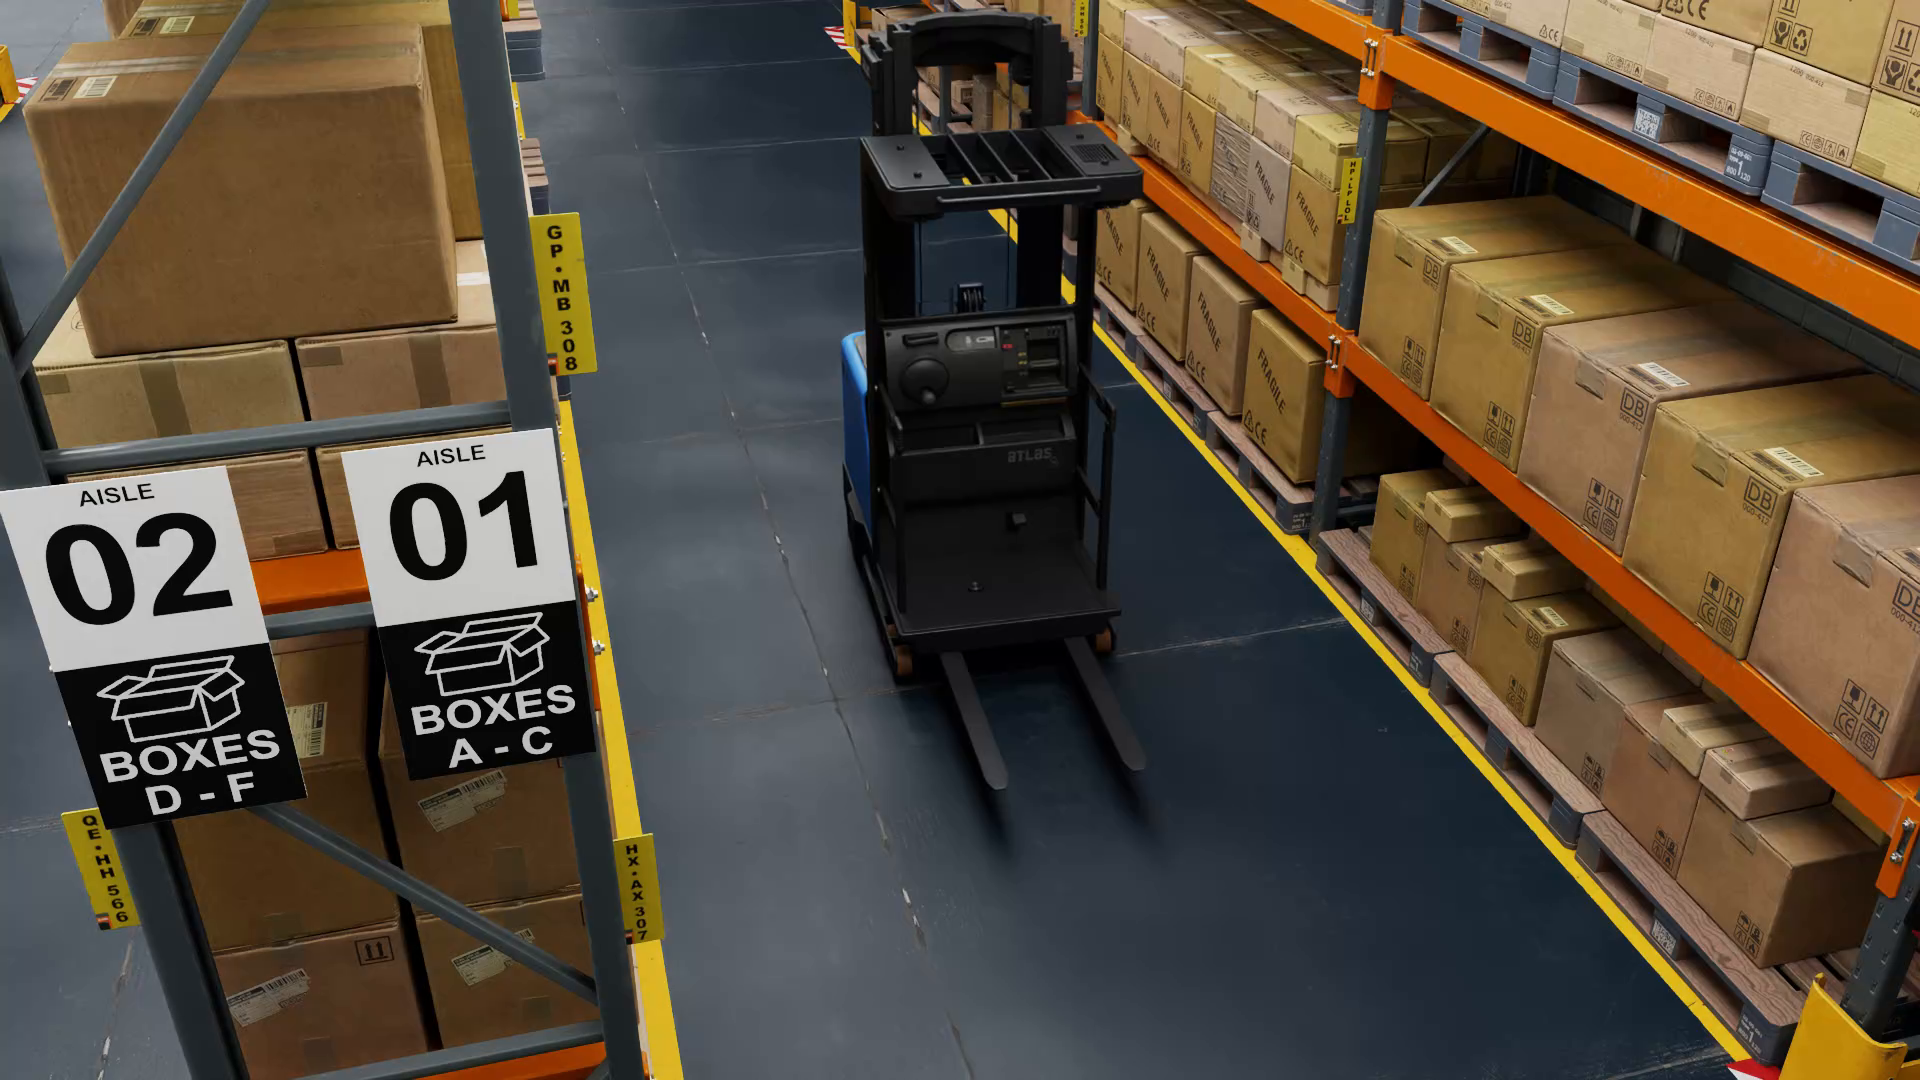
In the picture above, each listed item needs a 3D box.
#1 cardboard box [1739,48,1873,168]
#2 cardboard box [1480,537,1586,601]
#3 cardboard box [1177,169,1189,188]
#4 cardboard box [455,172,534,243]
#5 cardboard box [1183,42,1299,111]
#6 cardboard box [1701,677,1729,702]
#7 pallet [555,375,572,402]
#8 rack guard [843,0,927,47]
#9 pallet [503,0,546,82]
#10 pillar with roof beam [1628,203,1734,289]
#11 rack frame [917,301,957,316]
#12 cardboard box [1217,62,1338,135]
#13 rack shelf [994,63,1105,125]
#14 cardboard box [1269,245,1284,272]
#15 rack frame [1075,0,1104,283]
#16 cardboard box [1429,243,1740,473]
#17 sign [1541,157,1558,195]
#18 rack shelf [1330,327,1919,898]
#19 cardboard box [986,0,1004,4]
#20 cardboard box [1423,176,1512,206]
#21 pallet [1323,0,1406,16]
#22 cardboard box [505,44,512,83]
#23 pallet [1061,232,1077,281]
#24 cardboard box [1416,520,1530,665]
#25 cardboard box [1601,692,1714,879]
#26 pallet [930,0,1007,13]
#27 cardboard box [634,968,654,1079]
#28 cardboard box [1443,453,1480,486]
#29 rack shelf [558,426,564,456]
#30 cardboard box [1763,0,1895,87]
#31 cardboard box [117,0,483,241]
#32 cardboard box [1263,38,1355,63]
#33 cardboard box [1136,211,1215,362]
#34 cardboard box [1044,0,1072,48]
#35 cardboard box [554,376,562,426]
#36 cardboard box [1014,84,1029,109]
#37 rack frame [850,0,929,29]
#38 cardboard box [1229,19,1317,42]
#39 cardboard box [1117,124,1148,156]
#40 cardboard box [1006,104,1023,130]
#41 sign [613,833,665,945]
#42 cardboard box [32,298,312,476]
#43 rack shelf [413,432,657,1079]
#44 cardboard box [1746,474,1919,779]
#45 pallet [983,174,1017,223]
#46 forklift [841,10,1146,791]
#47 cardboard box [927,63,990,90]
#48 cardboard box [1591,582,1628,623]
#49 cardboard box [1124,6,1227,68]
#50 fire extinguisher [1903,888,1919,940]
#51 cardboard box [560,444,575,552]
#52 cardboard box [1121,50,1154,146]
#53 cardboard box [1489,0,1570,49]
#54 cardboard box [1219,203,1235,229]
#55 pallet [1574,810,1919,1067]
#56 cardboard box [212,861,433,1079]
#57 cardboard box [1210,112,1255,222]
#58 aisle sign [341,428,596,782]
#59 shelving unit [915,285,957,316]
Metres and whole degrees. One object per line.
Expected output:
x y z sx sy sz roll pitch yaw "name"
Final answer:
2.897 -1.408 5.325 0.500 0.250 0.500 -9 31 -15 "cardboard box"
2.578 0.124 7.471 0.380 0.149 0.250 -9 31 -15 "cardboard box"
1.596 -2.337 10.524 0.380 0.149 0.250 -7 31 -13 "cardboard box"
-1.300 -0.695 4.112 0.500 0.250 0.500 -8 31 -13 "cardboard box"
1.656 -2.750 9.841 0.500 0.250 0.500 -8 31 -14 "cardboard box"
3.229 0.582 6.678 0.380 0.149 0.250 -8 31 -13 "cardboard box"
-2.457 -0.969 8.122 1.003 0.211 1.213 -8 31 -13 "pallet"
-0.740 -5.990 19.099 1.175 0.500 0.348 -8 31 -13 "rack guard"
-2.456 -2.193 7.238 1.213 0.211 1.003 -8 31 -13 "pallet"
-0.706 -3.113 5.646 9.100 9.000 0.400 -8 31 -13 "pillar with roof beam"
-0.118 -0.804 9.442 0.240 1.200 0.006 -6 31 -11 "rack frame"
1.792 -2.504 9.416 0.500 0.250 0.500 -7 31 -12 "cardboard box"
0.832 -3.899 13.710 1.077 0.370 4.000 -8 31 -13 "rack shelf"
1.947 -1.588 9.230 0.380 0.149 0.250 -7 31 -12 "cardboard box"
1.363 -3.244 11.861 1.000 3.000 0.127 -8 31 -13 "rack frame"
2.741 -0.825 7.381 0.980 0.700 0.700 -9 31 -15 "cardboard box"
2.959 -1.796 8.415 0.100 0.325 0.005 -8 31 -13 "sign"
2.956 -0.035 7.034 1.077 0.370 4.000 -8 31 -13 "rack shelf"
0.545 -4.889 14.163 0.700 0.500 0.500 -5 30 -8 "cardboard box"
2.546 -1.749 8.860 0.500 0.500 0.500 -9 31 -15 "cardboard box"
2.134 -2.964 8.573 0.805 0.209 1.217 -9 31 -15 "pallet"
-1.699 -1.419 5.364 0.500 0.250 0.500 -8 31 -13 "cardboard box"
1.157 -2.415 13.212 1.003 0.211 1.213 -8 31 -13 "pallet"
2.655 0.206 7.976 0.700 0.500 0.500 -8 31 -14 "cardboard box"
3.071 0.953 6.685 0.700 0.500 0.500 -8 31 -13 "cardboard box"
0.364 -4.705 14.575 1.003 0.211 1.213 -8 31 -13 "pallet"
-1.292 1.738 5.559 0.500 0.250 0.500 -8 31 -13 "cardboard box"
2.677 -0.415 8.401 0.380 0.149 0.250 -8 31 -14 "cardboard box"
-2.881 -1.307 9.231 1.077 0.370 4.000 -8 31 -13 "rack shelf"
2.907 -1.724 5.121 0.500 0.500 0.500 -7 31 -12 "cardboard box"
-1.492 -0.993 3.879 0.700 0.500 0.500 -8 31 -13 "cardboard box"
2.136 -2.820 9.963 0.500 0.250 0.500 -9 31 -14 "cardboard box"
1.658 -1.699 10.918 0.750 0.750 0.750 -8 31 -14 "cardboard box"
1.054 -3.970 12.576 0.700 0.500 0.500 -11 32 -18 "cardboard box"
-1.300 -0.478 4.238 0.500 0.250 0.500 -8 31 -13 "cardboard box"
0.775 -3.793 14.116 0.500 0.250 0.500 -9 31 -15 "cardboard box"
-0.760 -7.108 18.536 1.000 3.000 0.127 -8 31 -13 "rack frame"
2.000 -3.066 10.388 0.500 0.250 0.500 -9 31 -15 "cardboard box"
1.275 -2.692 11.137 0.380 0.149 0.250 -7 31 -12 "cardboard box"
0.795 -3.437 14.249 0.700 0.500 0.500 -8 31 -13 "cardboard box"
-0.765 0.833 3.952 0.100 0.325 0.005 -8 31 -13 "sign"
-1.671 -0.384 3.575 0.500 0.250 0.500 -8 31 -13 "cardboard box"
-1.819 0.625 5.893 1.077 0.370 4.000 -8 31 -13 "rack shelf"
3.341 0.245 5.533 0.980 0.700 0.700 -6 31 -11 "cardboard box"
0.837 -3.003 14.228 1.003 0.211 1.213 -8 31 -13 "pallet"
0.149 -0.802 7.709 1.130 2.935 3.031 -6 31 -11 "forklift"
-0.013 -4.781 16.571 0.500 0.500 0.500 -10 32 -17 "cardboard box"
3.025 0.213 7.315 0.380 0.149 0.250 -8 31 -14 "cardboard box"
1.378 -3.236 10.682 0.500 0.250 0.500 -8 31 -14 "cardboard box"
3.082 0.949 5.066 0.296 0.674 0.183 -8 31 -13 "fire extinguisher"
-1.426 0.061 5.053 0.500 0.500 0.500 -7 31 -13 "cardboard box"
1.375 -2.902 10.853 0.500 0.500 0.500 -7 31 -12 "cardboard box"
2.475 -2.154 6.613 0.500 0.250 0.500 -9 31 -14 "cardboard box"
1.767 -1.957 9.868 0.380 0.149 0.250 -9 31 -15 "cardboard box"
3.199 1.451 6.533 1.003 0.211 1.213 -8 31 -13 "pallet"
-1.670 1.057 4.330 0.500 0.500 0.500 -7 31 -12 "cardboard box"
1.789 -2.171 9.590 0.500 0.500 0.500 -8 31 -13 "cardboard box"
-0.987 0.149 3.404 0.394 0.787 0.004 -8 31 -13 "aisle sign"
-0.137 -0.849 9.519 0.258 1.200 0.189 -6 31 -11 "shelving unit"
